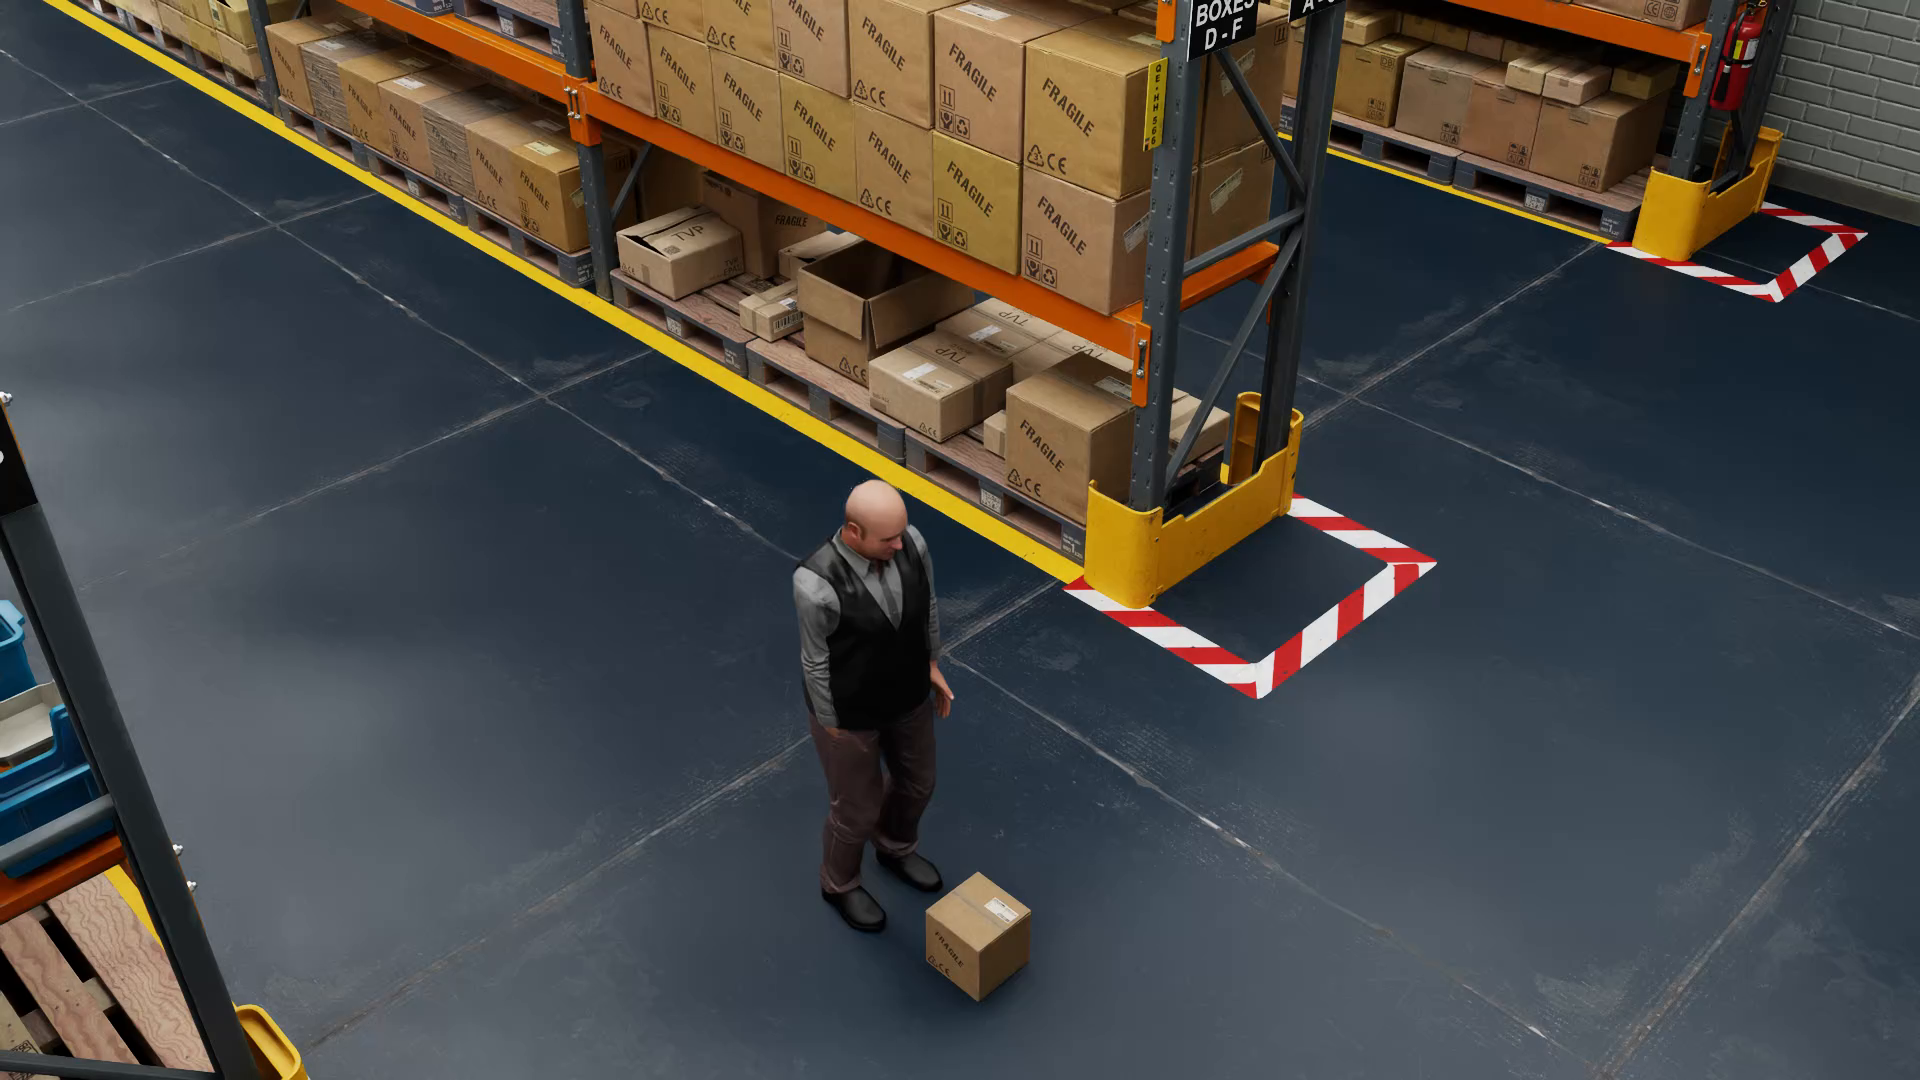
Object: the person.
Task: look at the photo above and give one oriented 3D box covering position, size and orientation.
[{"bbox_3d":[-0.276,0.523,5.448,0.538,1.713,0.361,-29,44,-35],"label":"person"}]
